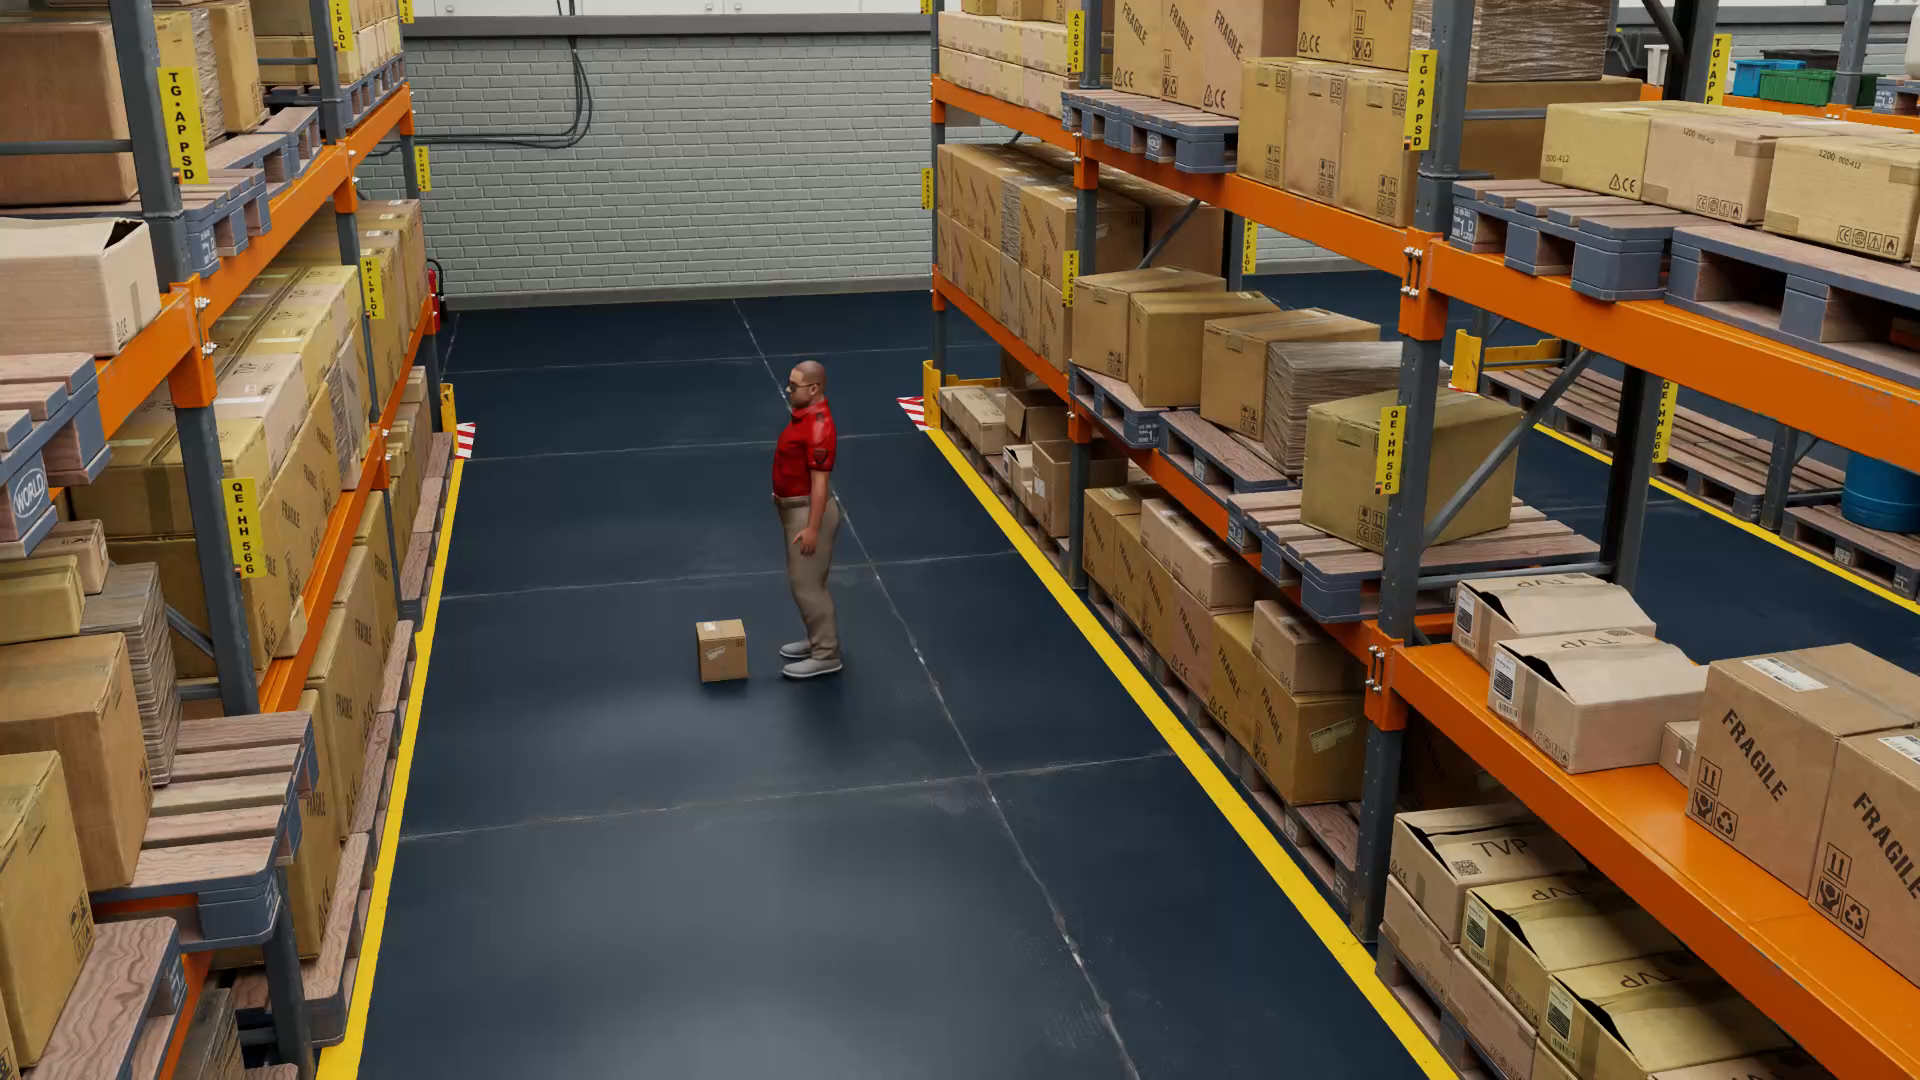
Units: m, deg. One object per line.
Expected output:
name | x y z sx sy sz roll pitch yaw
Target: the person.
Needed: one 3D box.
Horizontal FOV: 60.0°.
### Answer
person | -0.830 -0.117 8.940 0.361 1.724 0.527 -4 20 -11
